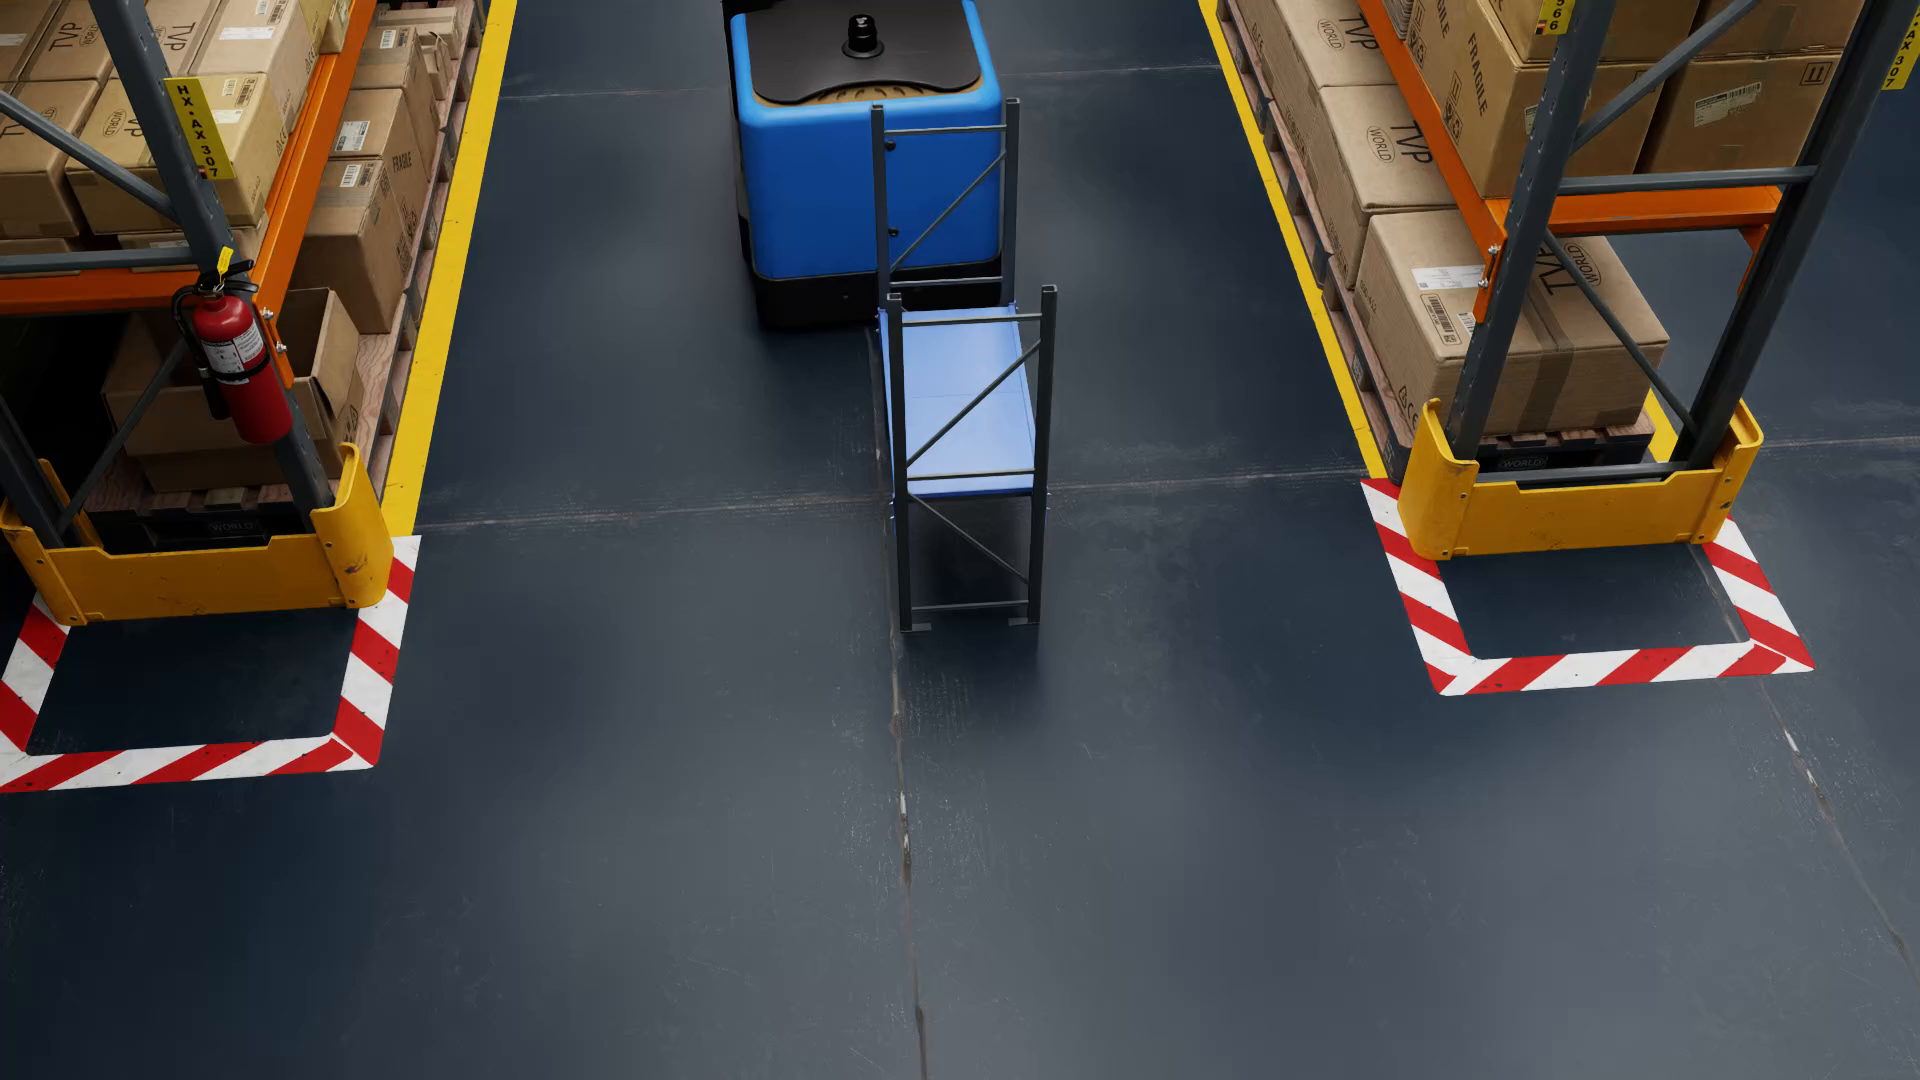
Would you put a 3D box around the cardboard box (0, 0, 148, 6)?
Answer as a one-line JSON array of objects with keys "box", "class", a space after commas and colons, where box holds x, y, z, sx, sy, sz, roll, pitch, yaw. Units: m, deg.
[{"box": [-3.064, -1.923, 5.904, 0.500, 0.250, 0.500, -2, 47, -2], "class": "cardboard box"}]

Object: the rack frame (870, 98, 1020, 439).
[{"box": [-0.050, -0.945, 6.112, 0.500, 1.500, 0.032, -3, 47, -3], "class": "rack frame"}]

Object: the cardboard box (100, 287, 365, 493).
[{"box": [-2.639, -0.558, 6.143, 0.797, 0.503, 0.637, -5, 47, -5], "class": "cardboard box"}]

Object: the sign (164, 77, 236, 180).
[{"box": [-2.141, -1.155, 4.681, 0.100, 0.325, 0.005, -3, 47, -3], "class": "sign"}]

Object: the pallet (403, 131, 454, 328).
[{"box": [-2.855, -1.377, 7.409, 1.003, 0.211, 1.213, -3, 47, -3], "class": "pallet"}]

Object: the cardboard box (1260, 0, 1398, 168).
[{"box": [1.950, -2.177, 7.721, 0.875, 0.438, 0.875, -5, 47, -4], "class": "cardboard box"}]

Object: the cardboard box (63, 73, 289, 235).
[{"box": [-2.452, -1.219, 5.237, 0.500, 0.250, 0.500, -3, 47, -3], "class": "cardboard box"}]

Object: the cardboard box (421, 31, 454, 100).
[{"box": [-2.648, -2.279, 7.936, 0.396, 0.266, 0.258, -2, 47, -2], "class": "cardboard box"}]

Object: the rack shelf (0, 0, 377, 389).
[{"box": [-2.850, -2.024, 6.596, 1.077, 0.370, 4.000, -3, 47, -3], "class": "rack shelf"}]

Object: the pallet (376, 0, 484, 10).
[{"box": [-3.123, -3.345, 9.273, 1.003, 0.211, 1.213, -3, 47, -3], "class": "pallet"}]

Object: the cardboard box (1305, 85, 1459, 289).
[{"box": [2.024, -1.525, 7.104, 0.875, 0.438, 0.875, -2, 47, -2], "class": "cardboard box"}]

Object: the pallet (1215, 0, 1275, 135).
[{"box": [1.915, -2.509, 8.480, 1.003, 0.211, 1.213, -3, 47, -3], "class": "pallet"}]

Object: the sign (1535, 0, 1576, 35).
[{"box": [1.722, -1.585, 4.725, 0.100, 0.325, 0.005, -3, 47, -3], "class": "sign"}]

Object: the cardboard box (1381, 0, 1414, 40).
[{"box": [1.880, -2.231, 6.228, 0.500, 0.500, 0.500, -2, 47, -2], "class": "cardboard box"}]

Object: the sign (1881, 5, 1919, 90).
[{"box": [2.817, -1.483, 4.937, 0.100, 0.325, 0.005, -3, 47, -3], "class": "sign"}]

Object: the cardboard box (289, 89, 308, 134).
[{"box": [-2.520, -1.548, 5.823, 0.380, 0.149, 0.250, -2, 47, -2], "class": "cardboard box"}]

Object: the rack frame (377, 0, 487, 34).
[{"box": [-3.017, -3.718, 7.705, 1.000, 3.000, 0.127, -3, 47, -3], "class": "rack frame"}]

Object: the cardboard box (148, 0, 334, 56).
[{"box": [-2.540, -1.951, 5.930, 0.500, 0.250, 0.500, -4, 47, -4], "class": "cardboard box"}]

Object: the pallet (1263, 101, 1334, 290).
[{"box": [2.020, -1.624, 7.643, 1.003, 0.211, 1.213, -3, 47, -3], "class": "pallet"}]

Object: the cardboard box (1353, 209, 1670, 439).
[{"box": [2.109, -0.863, 6.477, 0.875, 0.438, 0.875, -5, 47, -5], "class": "cardboard box"}]

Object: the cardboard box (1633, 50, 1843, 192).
[{"box": [2.510, -1.527, 5.562, 0.500, 0.500, 0.500, -4, 47, -4], "class": "cardboard box"}]

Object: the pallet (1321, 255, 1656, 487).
[{"box": [2.119, -0.743, 6.808, 1.003, 0.211, 1.213, -3, 47, -3], "class": "pallet"}]

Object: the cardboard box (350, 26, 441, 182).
[{"box": [-2.759, -1.929, 7.443, 0.700, 0.500, 0.500, -5, 47, -5], "class": "cardboard box"}]

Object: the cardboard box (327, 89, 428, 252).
[{"box": [-2.616, -1.566, 7.100, 0.500, 0.500, 0.500, -3, 47, -3], "class": "cardboard box"}]

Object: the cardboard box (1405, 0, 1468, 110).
[{"box": [1.933, -1.860, 5.876, 0.500, 0.500, 0.500, -4, 47, -4], "class": "cardboard box"}]

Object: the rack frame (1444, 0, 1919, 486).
[{"box": [2.264, -1.128, 5.253, 1.000, 3.000, 0.127, -3, 47, -3], "class": "rack frame"}]

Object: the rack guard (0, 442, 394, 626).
[{"box": [-2.688, -0.019, 5.924, 1.175, 0.500, 0.348, -3, 47, -3], "class": "rack guard"}]

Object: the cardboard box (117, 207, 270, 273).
[{"box": [-2.436, -0.992, 5.297, 0.380, 0.149, 0.250, -4, 47, -4], "class": "cardboard box"}]

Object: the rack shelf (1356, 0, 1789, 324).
[{"box": [2.096, -2.328, 6.884, 1.077, 0.370, 4.000, -3, 47, -3], "class": "rack shelf"}]

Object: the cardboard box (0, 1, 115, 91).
[{"box": [-3.027, -1.564, 5.564, 0.500, 0.250, 0.500, -3, 47, -3], "class": "cardboard box"}]

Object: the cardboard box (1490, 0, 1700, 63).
[{"box": [1.986, -1.841, 5.170, 0.500, 0.500, 0.500, -2, 47, -2], "class": "cardboard box"}]

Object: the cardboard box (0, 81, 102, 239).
[{"box": [-2.985, -1.191, 5.211, 0.500, 0.250, 0.500, -2, 47, -2], "class": "cardboard box"}]

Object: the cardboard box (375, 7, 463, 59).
[{"box": [-2.678, -2.497, 8.223, 0.380, 0.149, 0.250, -5, 47, -4], "class": "cardboard box"}]

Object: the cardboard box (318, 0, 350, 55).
[{"box": [-2.495, -1.927, 6.182, 0.380, 0.149, 0.250, -5, 47, -4], "class": "cardboard box"}]

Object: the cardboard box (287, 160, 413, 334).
[{"box": [-2.672, -1.178, 6.732, 0.700, 0.500, 0.500, -2, 47, -2], "class": "cardboard box"}]

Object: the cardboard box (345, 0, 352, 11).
[{"box": [-2.537, -2.116, 6.361, 0.380, 0.149, 0.250, -3, 47, -2], "class": "cardboard box"}]

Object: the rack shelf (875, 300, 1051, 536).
[{"box": [-0.007, -0.454, 5.895, 0.538, 0.185, 1.000, -3, 47, -3], "class": "rack shelf"}]

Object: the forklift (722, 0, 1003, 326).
[{"box": [-0.541, -2.991, 7.064, 1.130, 2.935, 3.031, -6, 47, -6], "class": "forklift"}]

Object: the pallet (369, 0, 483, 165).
[{"box": [-2.960, -2.262, 8.247, 1.003, 0.211, 1.213, -3, 47, -3], "class": "pallet"}]

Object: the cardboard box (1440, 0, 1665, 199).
[{"box": [1.960, -1.496, 5.532, 0.500, 0.500, 0.500, -3, 47, -3], "class": "cardboard box"}]

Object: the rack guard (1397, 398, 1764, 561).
[{"box": [2.266, -0.251, 6.144, 1.175, 0.500, 0.348, -3, 47, -3], "class": "rack guard"}]

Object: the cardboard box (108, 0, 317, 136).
[{"box": [-2.494, -1.584, 5.583, 0.500, 0.250, 0.500, -3, 47, -3], "class": "cardboard box"}]

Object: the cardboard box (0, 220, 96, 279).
[{"box": [-2.977, -0.961, 5.267, 0.380, 0.149, 0.250, -4, 47, -4], "class": "cardboard box"}]

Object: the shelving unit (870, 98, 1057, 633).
[{"box": [-0.007, -0.577, 5.764, 0.538, 1.500, 1.048, -3, 47, -3], "class": "shelving unit"}]

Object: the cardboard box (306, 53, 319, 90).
[{"box": [-2.548, -1.740, 6.005, 0.380, 0.149, 0.250, -3, 47, -3], "class": "cardboard box"}]

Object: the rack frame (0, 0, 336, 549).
[{"box": [-2.682, -0.824, 4.964, 1.000, 3.000, 0.127, -3, 47, -3], "class": "rack frame"}]

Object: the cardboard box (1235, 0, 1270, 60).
[{"box": [1.875, -2.825, 8.335, 0.875, 0.438, 0.875, -4, 47, -4], "class": "cardboard box"}]

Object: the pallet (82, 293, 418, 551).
[{"box": [-2.756, -0.497, 6.575, 1.003, 0.211, 1.213, -3, 47, -3], "class": "pallet"}]

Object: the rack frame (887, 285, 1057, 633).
[{"box": [0.035, -0.210, 5.416, 0.500, 1.500, 0.032, -3, 47, -3], "class": "rack frame"}]

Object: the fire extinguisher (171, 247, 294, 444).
[{"box": [-2.209, -0.591, 5.054, 0.296, 0.674, 0.183, -3, 47, -3], "class": "fire extinguisher"}]

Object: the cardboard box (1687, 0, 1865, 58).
[{"box": [2.507, -1.871, 5.199, 0.500, 0.500, 0.500, -4, 47, -4], "class": "cardboard box"}]
